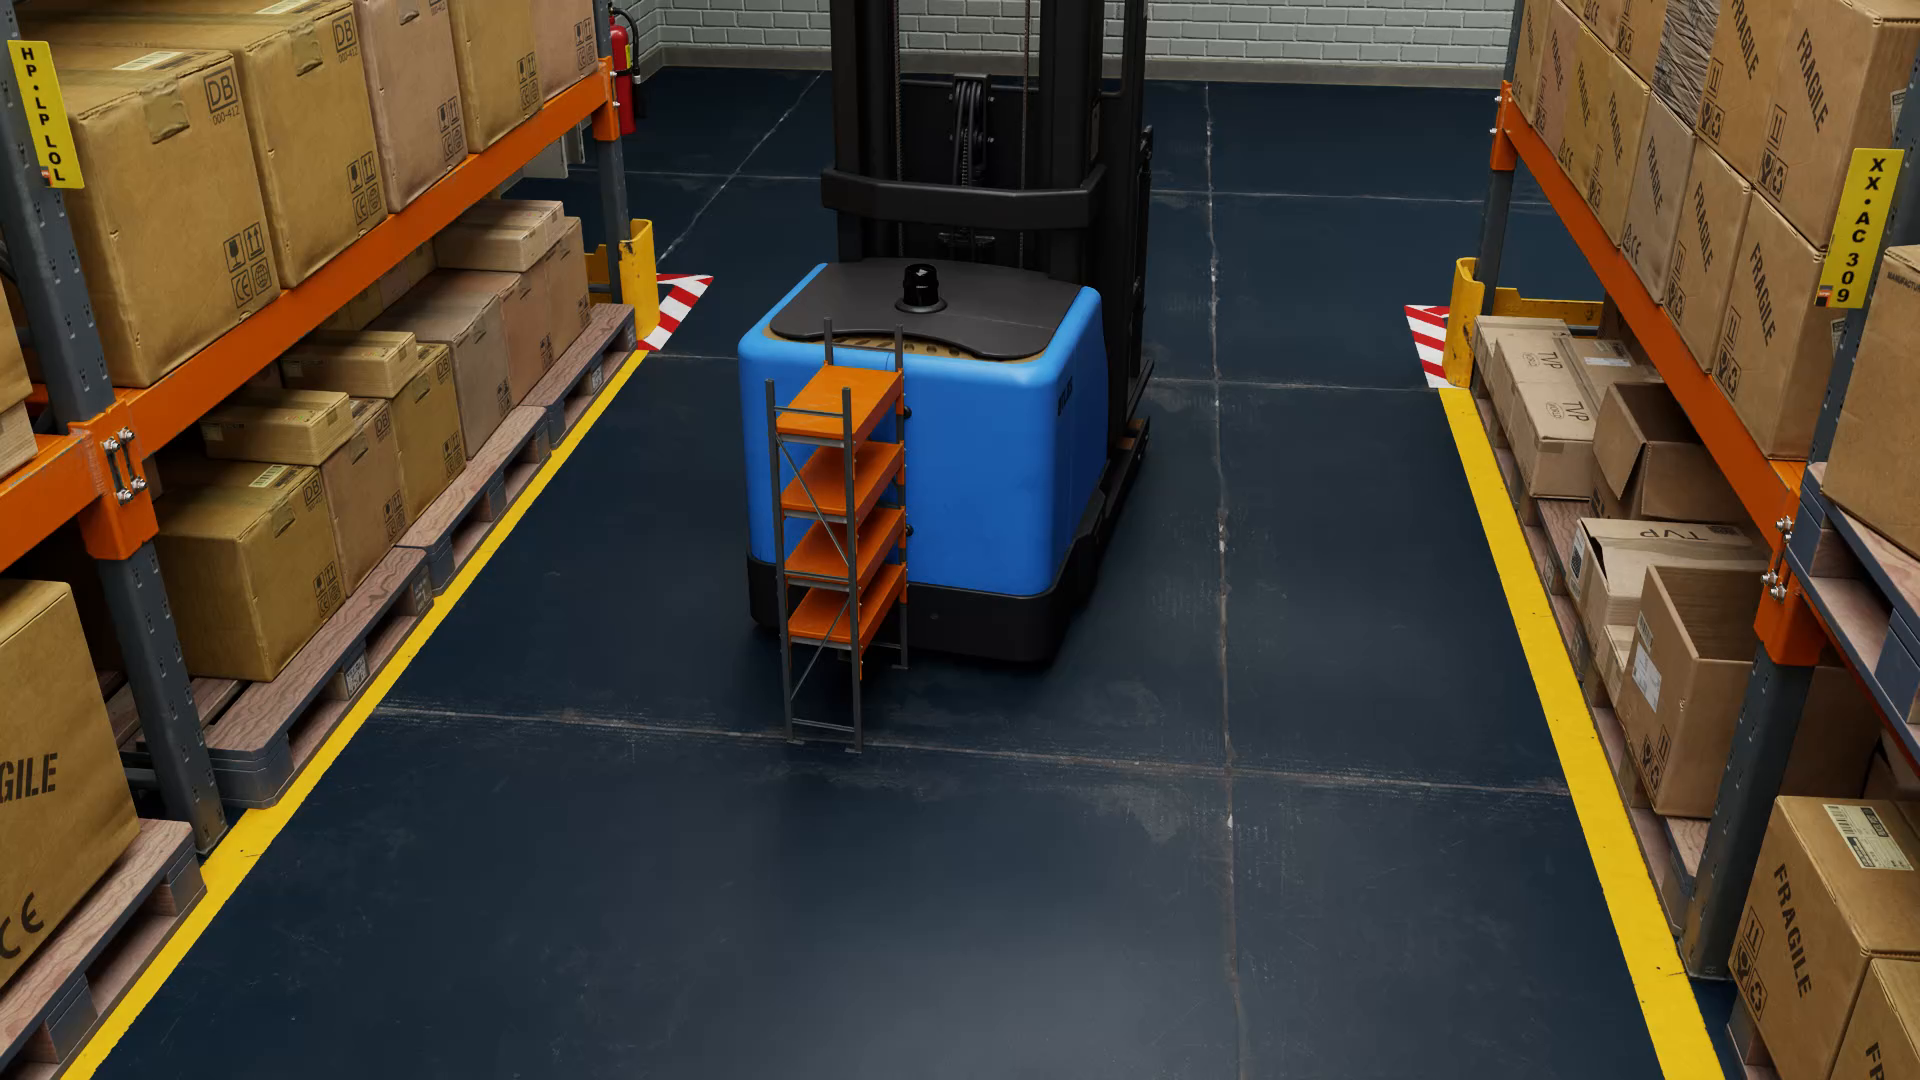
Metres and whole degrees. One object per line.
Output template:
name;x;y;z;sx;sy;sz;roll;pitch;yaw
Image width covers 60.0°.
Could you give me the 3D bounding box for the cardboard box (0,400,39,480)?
cardboard box;-2.338;-0.219;3.739;0.380;0.149;0.250;4;29;7

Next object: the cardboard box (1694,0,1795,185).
cardboard box;2.204;-1.189;4.135;0.500;0.500;0.500;3;28;5

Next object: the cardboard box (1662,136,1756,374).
cardboard box;2.208;-0.748;4.370;0.500;0.500;0.500;4;29;8

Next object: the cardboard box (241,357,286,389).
cardboard box;-2.505;-0.528;5.577;0.380;0.149;0.250;2;28;5

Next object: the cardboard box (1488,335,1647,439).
cardboard box;2.420;-0.602;6.640;0.500;0.250;0.500;3;28;6

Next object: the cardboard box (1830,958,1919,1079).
cardboard box;1.984;1.161;3.103;0.500;0.500;0.500;4;29;7

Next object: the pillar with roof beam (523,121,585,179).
pillar with roof beam;1.658;-6.092;8.070;9.100;9.000;0.400;3;28;6

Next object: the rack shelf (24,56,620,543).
rack shelf;-2.332;-1.122;5.928;1.077;0.370;4.000;3;28;6

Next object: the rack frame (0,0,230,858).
rack frame;-2.577;-0.497;4.010;1.000;3.000;0.127;3;28;6

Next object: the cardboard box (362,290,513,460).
cardboard box;-2.196;-0.656;6.499;0.700;0.500;0.500;2;28;5

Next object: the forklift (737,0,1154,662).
forklift;0.161;-1.579;6.090;1.130;2.935;3.031;7;29;13

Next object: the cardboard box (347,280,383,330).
cardboard box;-2.411;-0.888;6.244;0.380;0.149;0.250;4;29;7

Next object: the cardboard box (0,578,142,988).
cardboard box;-2.528;0.578;3.838;0.750;0.750;0.750;4;29;7

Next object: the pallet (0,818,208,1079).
pallet;-2.597;1.098;3.989;1.003;0.211;1.213;3;28;6

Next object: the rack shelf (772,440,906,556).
rack shelf;-0.350;-0.144;4.922;0.258;0.148;0.480;7;29;13

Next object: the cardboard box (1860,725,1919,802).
cardboard box;2.605;0.594;4.355;0.500;0.311;0.500;3;28;6

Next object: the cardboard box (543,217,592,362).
cardboard box;-2.074;-1.129;7.375;0.700;0.500;0.500;3;28;6

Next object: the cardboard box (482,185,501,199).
cardboard box;-2.257;-1.485;7.352;0.380;0.149;0.250;4;29;7

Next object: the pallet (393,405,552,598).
pallet;-2.260;-0.198;6.396;1.003;0.211;1.213;3;28;6

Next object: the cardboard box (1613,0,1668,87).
cardboard box;2.329;-1.663;5.015;0.500;0.500;0.500;3;28;6

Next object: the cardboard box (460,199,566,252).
cardboard box;-1.909;-1.343;7.090;0.380;0.149;0.250;3;28;6

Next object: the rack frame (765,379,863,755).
rack frame;-0.413;0.106;4.789;0.240;1.200;0.015;7;29;13

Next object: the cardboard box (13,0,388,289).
cardboard box;-2.400;-1.227;5.048;0.980;0.700;0.700;3;28;5

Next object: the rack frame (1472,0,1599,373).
rack frame;2.829;-2.094;6.973;1.000;3.000;0.127;3;28;6

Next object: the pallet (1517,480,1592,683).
pallet;2.571;0.118;5.809;1.003;0.211;1.213;3;28;6

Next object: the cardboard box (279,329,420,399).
cardboard box;-2.097;-0.609;5.727;0.380;0.149;0.250;3;28;5

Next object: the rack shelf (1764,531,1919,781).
rack shelf;2.094;1.047;1.902;1.077;0.370;4.000;3;28;6

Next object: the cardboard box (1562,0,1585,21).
cardboard box;2.457;-2.138;5.896;0.500;0.500;0.500;4;29;7

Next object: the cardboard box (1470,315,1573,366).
cardboard box;2.437;-0.855;7.216;0.380;0.149;0.250;3;28;6

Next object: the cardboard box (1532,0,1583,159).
cardboard box;2.455;-1.701;6.139;0.500;0.500;0.500;3;28;6

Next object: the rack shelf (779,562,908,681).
rack shelf;-0.350;0.228;5.122;0.258;0.148;0.480;7;29;13

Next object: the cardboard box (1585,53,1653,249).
cardboard box;2.328;-1.230;5.264;0.500;0.500;0.500;4;29;7

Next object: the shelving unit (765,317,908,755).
shelving unit;-0.350;-0.006;4.996;0.258;1.200;0.503;7;29;13

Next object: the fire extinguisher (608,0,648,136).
fire extinguisher;-1.611;-2.226;7.693;0.296;0.674;0.183;3;28;6

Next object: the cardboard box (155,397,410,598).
cardboard box;-2.319;-0.164;5.584;0.700;0.500;0.500;3;28;6

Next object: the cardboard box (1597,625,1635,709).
cardboard box;2.114;0.386;4.913;0.380;0.149;0.250;3;28;6

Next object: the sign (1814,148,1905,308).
sign;1.800;-0.620;3.325;0.100;0.325;0.005;3;28;6

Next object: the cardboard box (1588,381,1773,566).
cardboard box;2.564;-0.190;5.608;0.797;0.503;0.637;3;28;6

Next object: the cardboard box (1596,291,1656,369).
cardboard box;3.007;-0.917;6.960;0.500;0.500;0.500;3;28;6

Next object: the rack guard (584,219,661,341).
rack guard;-2.084;-1.291;8.118;1.175;0.500;0.348;3;28;6

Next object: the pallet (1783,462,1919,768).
pallet;2.133;0.244;2.838;1.003;0.211;1.213;3;28;6

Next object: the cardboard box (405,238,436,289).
cardboard box;-2.349;-1.129;6.691;0.380;0.149;0.250;4;29;7

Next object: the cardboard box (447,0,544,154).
cardboard box;-2.218;-1.928;6.350;0.980;0.700;0.700;3;28;6
